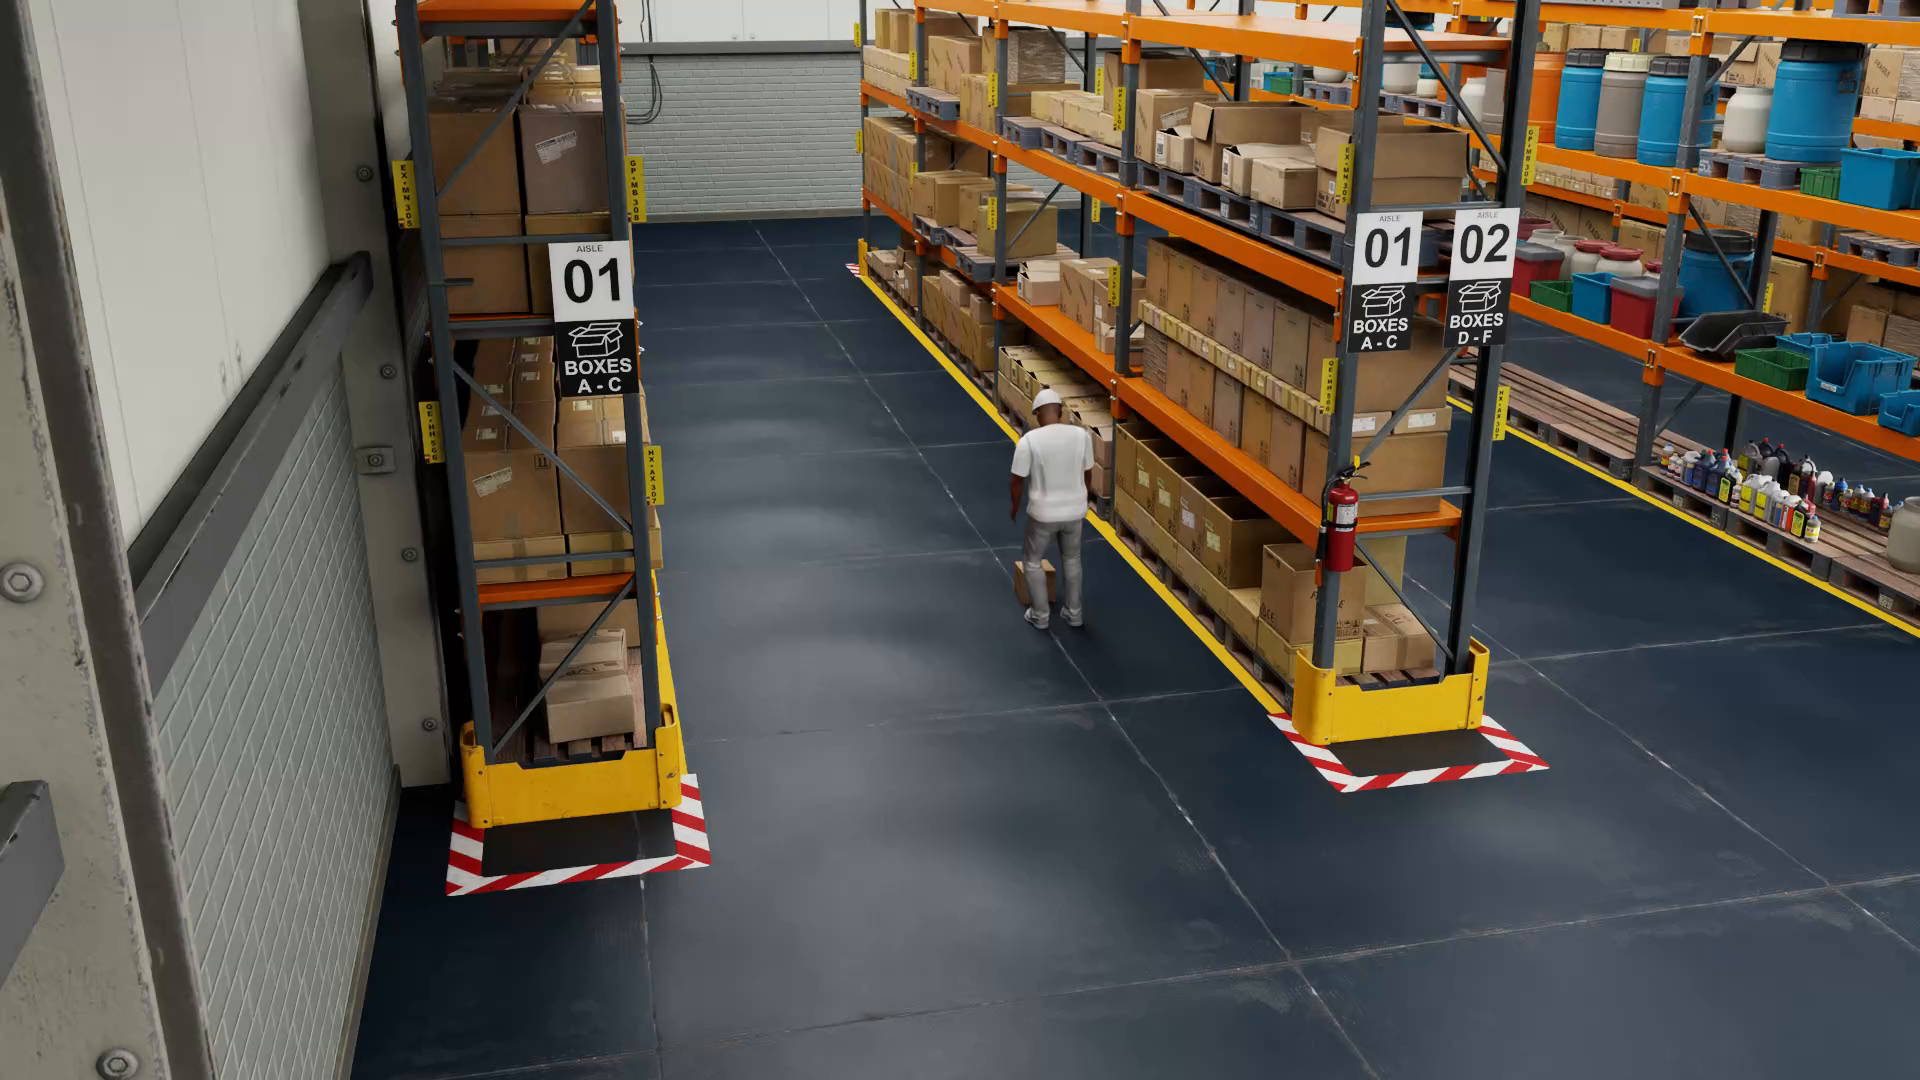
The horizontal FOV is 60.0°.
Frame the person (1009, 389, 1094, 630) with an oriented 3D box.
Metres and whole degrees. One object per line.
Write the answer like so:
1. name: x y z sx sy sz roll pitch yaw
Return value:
1. person: 0.638 -0.213 11.747 0.599 1.696 0.491 -4 20 -11
